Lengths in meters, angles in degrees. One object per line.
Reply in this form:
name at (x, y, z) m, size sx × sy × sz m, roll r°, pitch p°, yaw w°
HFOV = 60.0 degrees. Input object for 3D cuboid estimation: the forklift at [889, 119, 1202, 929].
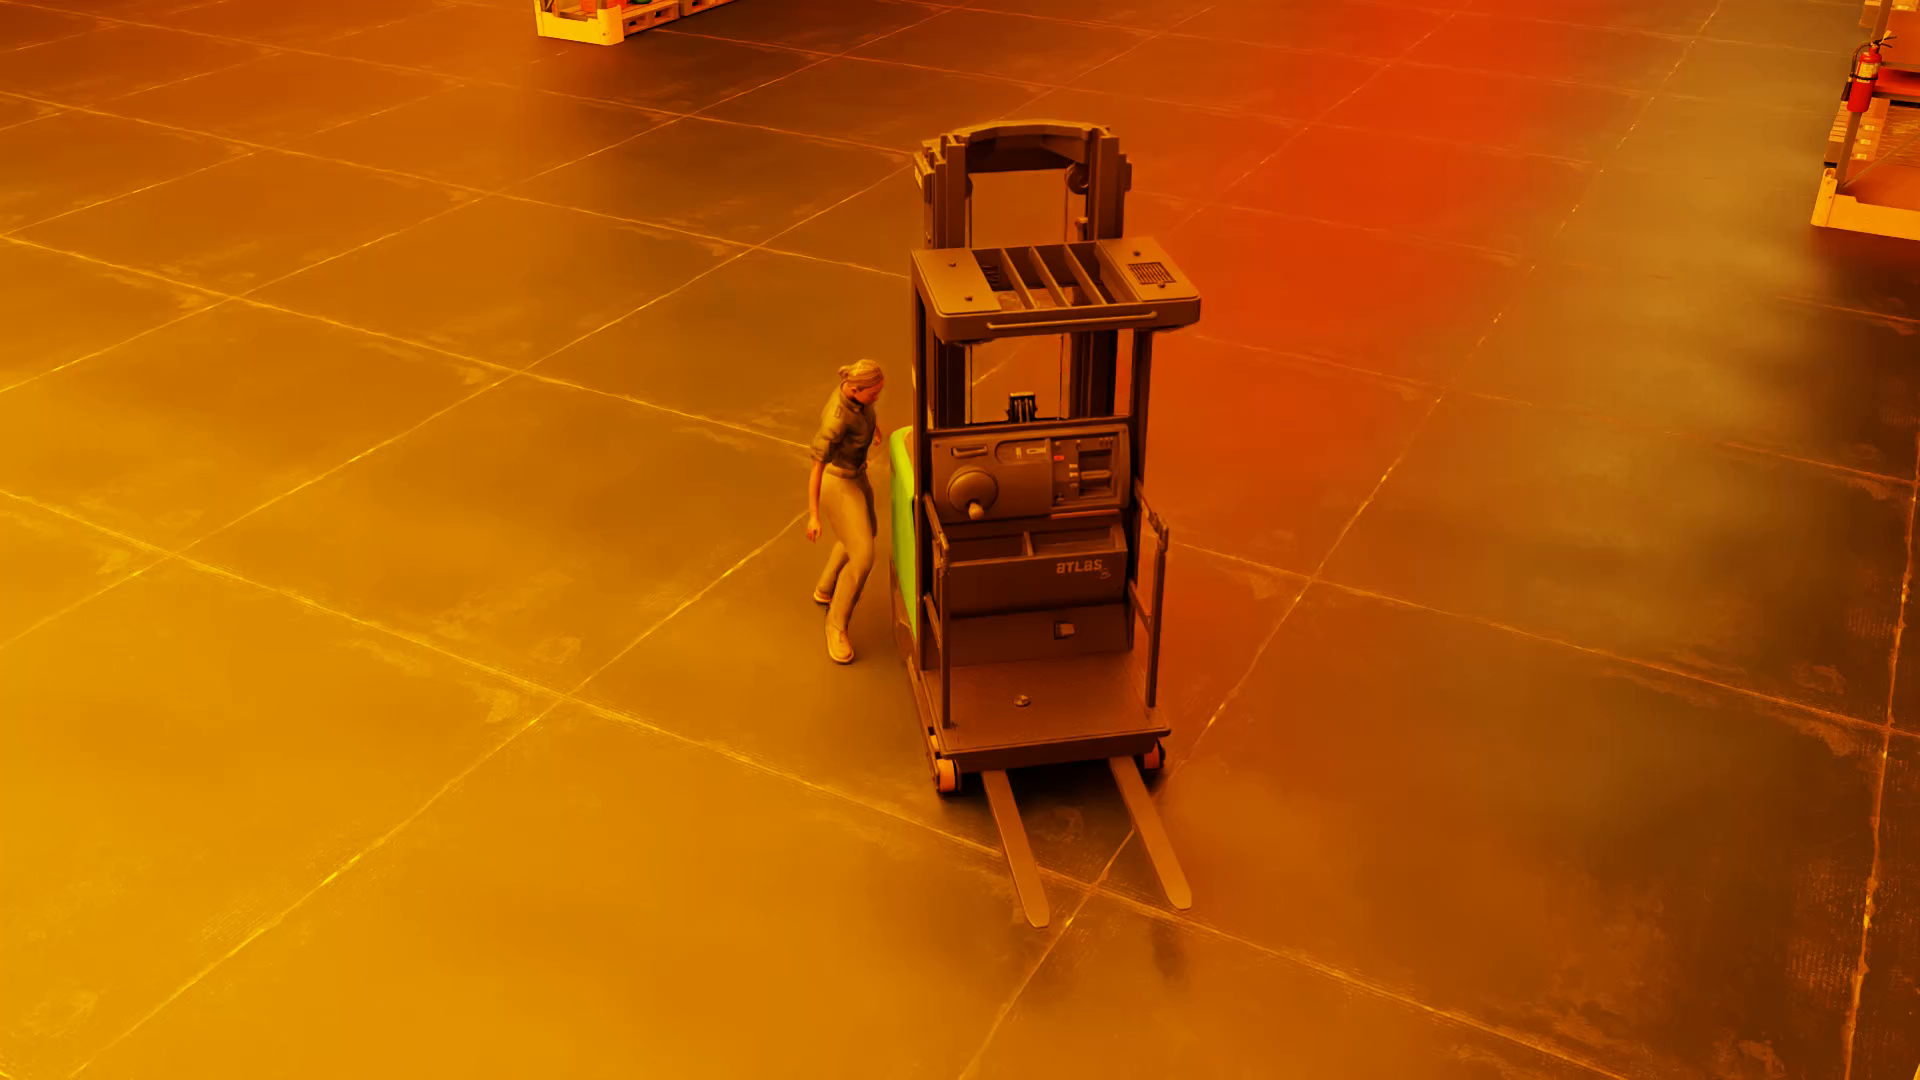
forklift at (0.372, -0.263, 7.526) m, size 1.130 × 2.935 × 3.031 m, roll -5°, pitch 30°, yaw -9°

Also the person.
person at (-0.612, -0.256, 8.915) m, size 0.469 × 1.592 × 1.067 m, roll 5°, pitch 30°, yaw 9°
